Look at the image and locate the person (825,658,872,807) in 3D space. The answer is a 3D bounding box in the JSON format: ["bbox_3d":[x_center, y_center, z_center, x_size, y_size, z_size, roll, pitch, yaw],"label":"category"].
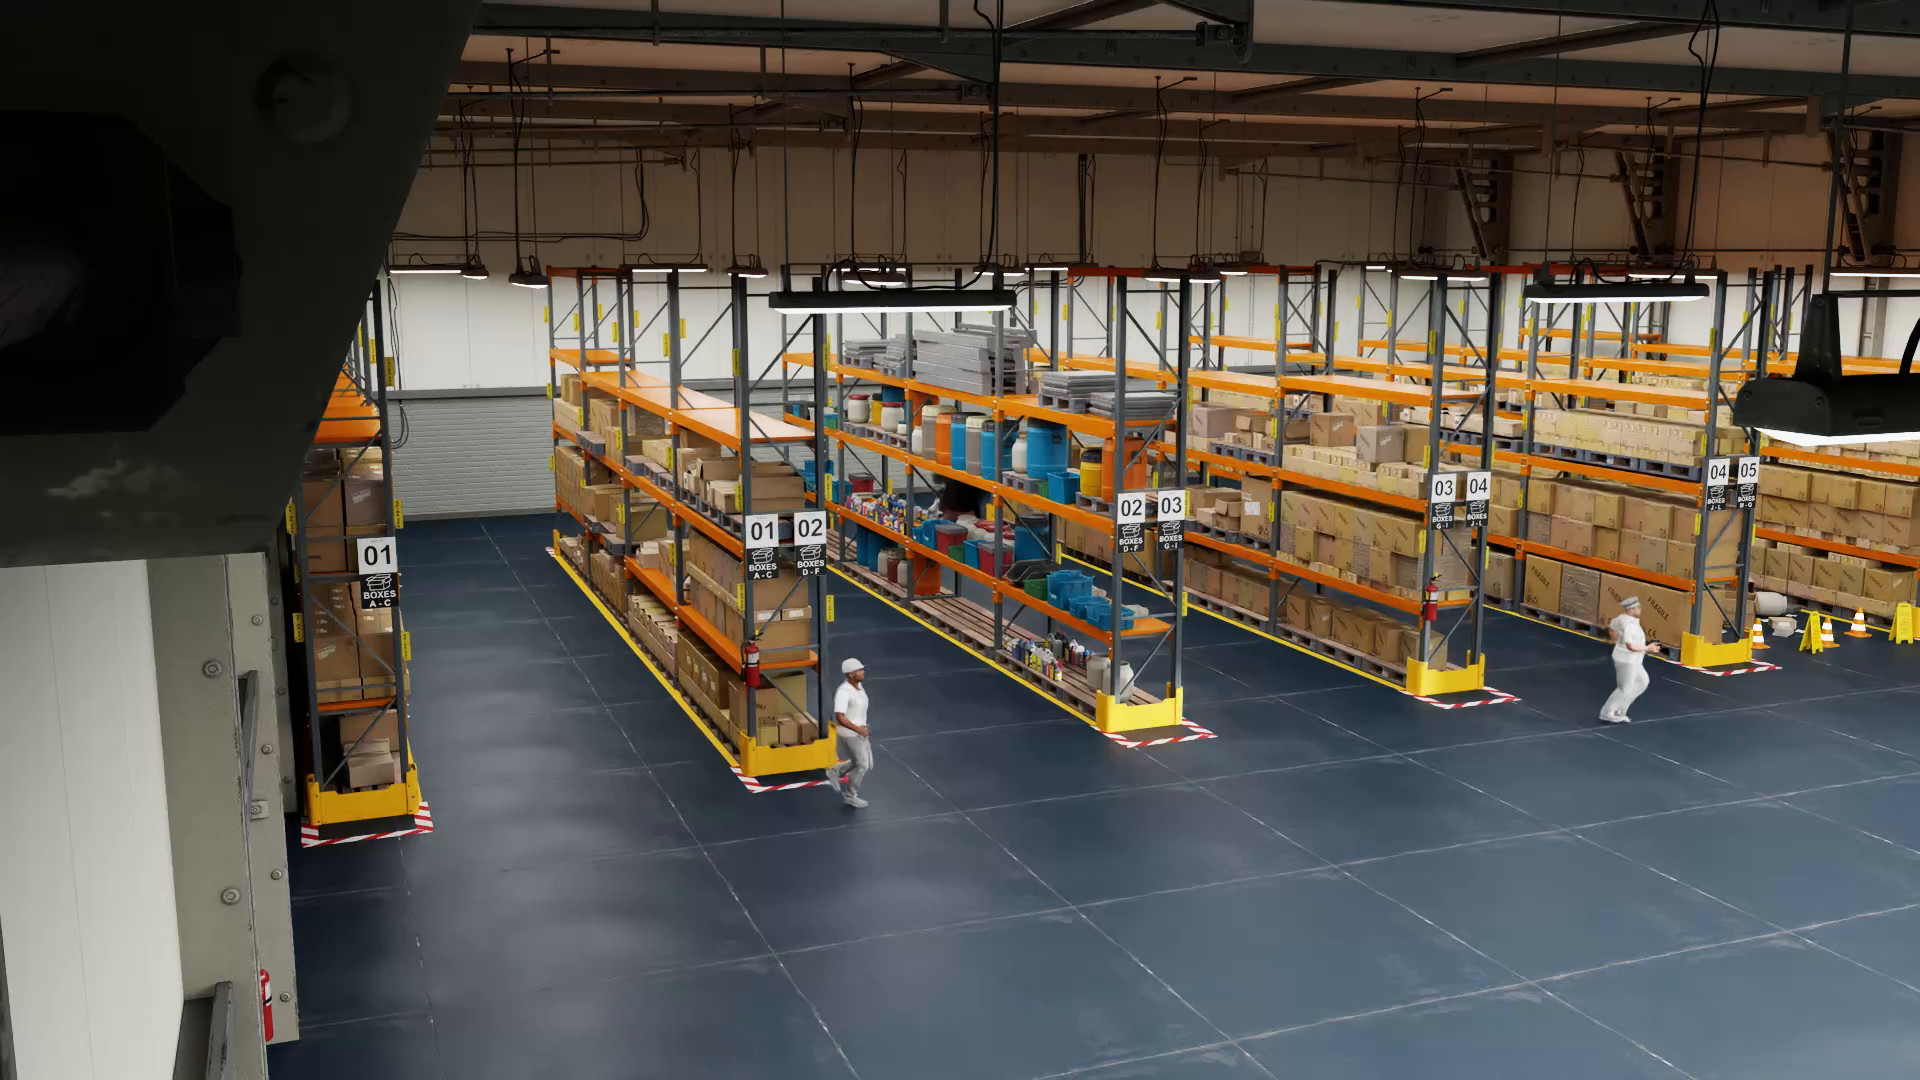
[{"bbox_3d":[-1.275,2.199,19.121,0.612,1.727,0.741,2,10,10],"label":"person"}]

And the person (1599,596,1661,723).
[{"bbox_3d":[8.996,1.628,22.298,0.709,1.795,0.618,3,10,16],"label":"person"}]

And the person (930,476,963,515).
[{"bbox_3d":[-0.228,-1.405,39.778,0.982,1.858,0.708,-2,10,-9],"label":"person"}]

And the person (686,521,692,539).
[{"bbox_3d":[-5.756,-0.521,34.511,0.667,1.808,0.839,-5,11,-28],"label":"person"}]
